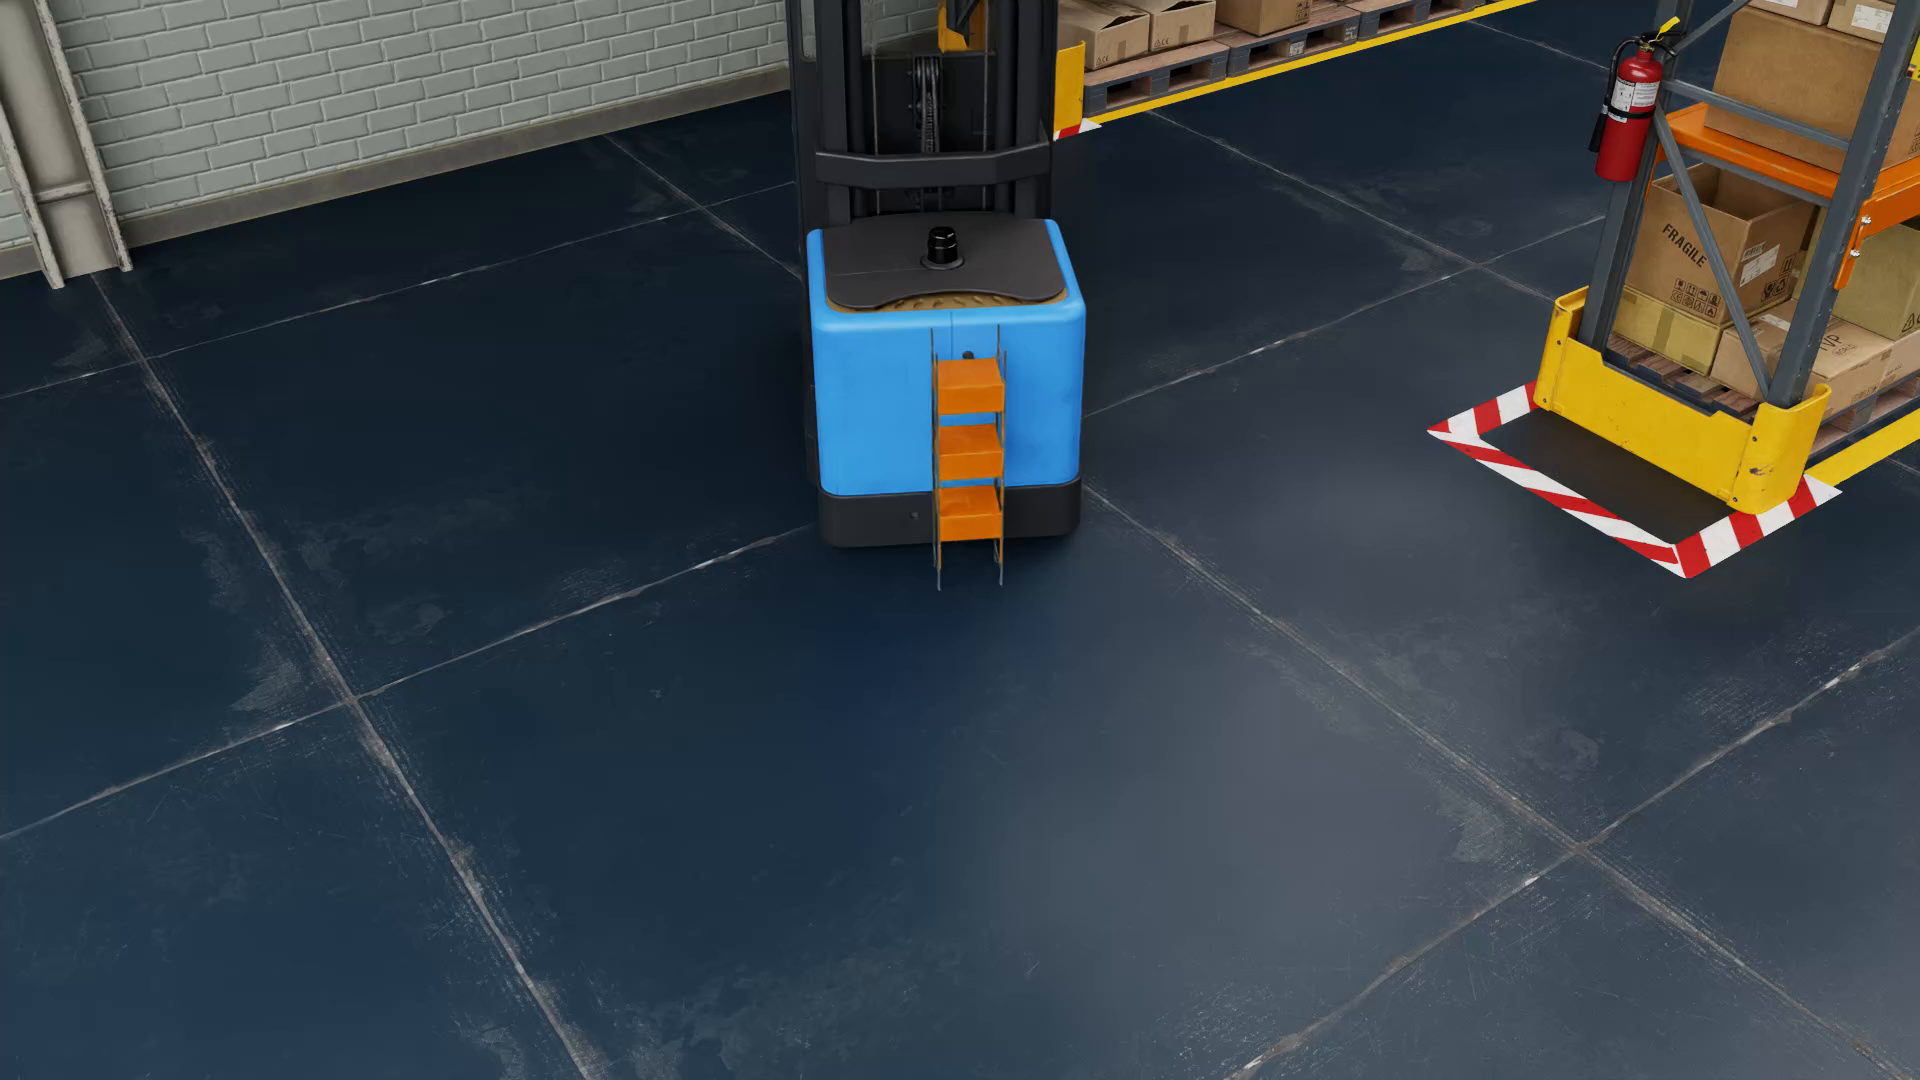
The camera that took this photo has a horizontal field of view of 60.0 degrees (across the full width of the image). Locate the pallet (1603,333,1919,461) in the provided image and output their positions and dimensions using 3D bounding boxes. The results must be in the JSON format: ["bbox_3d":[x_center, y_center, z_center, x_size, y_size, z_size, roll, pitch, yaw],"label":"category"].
[{"bbox_3d":[3.705,-0.797,7.678,1.213,0.211,1.003,-22,41,-28],"label":"pallet"}]

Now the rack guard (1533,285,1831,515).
[{"bbox_3d":[3.084,-0.629,7.197,0.348,0.500,1.175,-22,41,-28],"label":"rack guard"}]

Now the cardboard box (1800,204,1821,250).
[{"bbox_3d":[4.179,-1.677,7.865,0.500,0.500,0.500,-22,41,-28],"label":"cardboard box"}]

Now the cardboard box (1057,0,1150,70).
[{"bbox_3d":[0.864,-3.292,10.684,0.500,0.311,0.500,-28,44,-33],"label":"cardboard box"}]

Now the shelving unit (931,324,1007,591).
[{"bbox_3d":[0.029,-0.294,6.259,0.252,1.050,0.215,-4,36,-5],"label":"shelving unit"}]

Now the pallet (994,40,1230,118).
[{"bbox_3d":[0.993,-3.165,10.970,1.213,0.211,1.003,-22,41,-28],"label":"pallet"}]

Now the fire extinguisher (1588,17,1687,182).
[{"bbox_3d":[2.739,-1.803,6.754,0.183,0.674,0.296,-22,41,-28],"label":"fire extinguisher"}]

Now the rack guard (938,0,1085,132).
[{"bbox_3d":[0.309,-3.026,10.529,0.348,0.500,1.175,-22,41,-28],"label":"rack guard"}]

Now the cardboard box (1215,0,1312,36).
[{"bbox_3d":[1.959,-3.783,11.206,0.500,0.500,0.700,-25,43,-31],"label":"cardboard box"}]

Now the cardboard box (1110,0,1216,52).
[{"bbox_3d":[1.330,-3.484,10.951,0.500,0.311,0.500,-19,40,-24],"label":"cardboard box"}]

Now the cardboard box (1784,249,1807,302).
[{"bbox_3d":[3.773,-1.202,7.847,0.500,0.250,0.500,-22,41,-28],"label":"cardboard box"}]

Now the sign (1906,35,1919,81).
[{"bbox_3d":[3.418,-1.769,5.831,0.005,0.325,0.100,-22,41,-28],"label":"sign"}]

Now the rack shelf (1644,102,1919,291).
[{"bbox_3d":[4.738,-2.033,7.624,4.000,0.370,1.077,-22,41,-28],"label":"rack shelf"}]

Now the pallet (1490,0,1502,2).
[{"bbox_3d":[4.152,-4.491,12.814,1.213,0.211,1.003,-22,41,-28],"label":"pallet"}]

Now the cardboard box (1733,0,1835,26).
[{"bbox_3d":[3.306,-2.176,6.565,0.250,0.149,0.380,-23,42,-29],"label":"cardboard box"}]

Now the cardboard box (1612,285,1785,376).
[{"bbox_3d":[3.372,-1.028,7.605,0.500,0.250,0.500,-22,41,-28],"label":"cardboard box"}]

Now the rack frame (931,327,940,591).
[{"bbox_3d":[-0.092,-0.285,6.247,0.008,1.050,0.200,-4,36,-5],"label":"rack frame"}]

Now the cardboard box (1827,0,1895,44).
[{"bbox_3d":[3.548,-1.985,6.300,0.250,0.149,0.380,-23,41,-28],"label":"cardboard box"}]

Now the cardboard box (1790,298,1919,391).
[{"bbox_3d":[4.077,-0.951,7.498,0.500,0.250,0.500,-22,41,-28],"label":"cardboard box"}]

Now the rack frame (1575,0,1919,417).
[{"bbox_3d":[3.104,-1.652,6.478,0.127,3.000,1.000,-22,41,-28],"label":"rack frame"}]

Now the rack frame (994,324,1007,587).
[{"bbox_3d":[0.151,-0.302,6.270,0.008,1.050,0.200,-4,36,-5],"label":"rack frame"}]

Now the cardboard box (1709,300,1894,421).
[{"bbox_3d":[3.670,-0.781,7.262,0.500,0.250,0.500,-22,41,-28],"label":"cardboard box"}]

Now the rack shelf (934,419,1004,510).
[{"bbox_3d":[0.029,-0.285,6.265,0.240,0.259,0.215,-4,36,-5],"label":"rack shelf"}]

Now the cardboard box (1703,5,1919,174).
[{"bbox_3d":[3.493,-1.844,6.659,0.500,0.500,0.700,-22,41,-28],"label":"cardboard box"}]

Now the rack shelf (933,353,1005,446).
[{"bbox_3d":[0.029,-0.516,6.100,0.240,0.259,0.215,-4,36,-5],"label":"rack shelf"}]

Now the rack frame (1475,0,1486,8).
[{"bbox_3d":[3.516,-5.361,11.634,0.127,3.000,1.000,-22,41,-28],"label":"rack frame"}]

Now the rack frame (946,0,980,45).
[{"bbox_3d":[0.247,-4.015,9.764,0.127,3.000,1.000,-22,41,-28],"label":"rack frame"}]

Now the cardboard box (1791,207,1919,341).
[{"bbox_3d":[4.078,-1.254,7.278,0.500,0.500,0.500,-22,41,-28],"label":"cardboard box"}]

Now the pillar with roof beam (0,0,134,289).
[{"bbox_3d":[-2.104,-3.026,3.251,0.400,9.000,9.100,-22,41,-28],"label":"pillar with roof beam"}]

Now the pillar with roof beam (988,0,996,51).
[{"bbox_3d":[2.801,-5.044,6.057,0.400,9.000,9.100,-22,41,-28],"label":"pillar with roof beam"}]

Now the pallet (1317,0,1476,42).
[{"bbox_3d":[2.988,-3.986,12.111,1.213,0.211,1.003,-22,41,-28],"label":"pallet"}]

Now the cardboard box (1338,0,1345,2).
[{"bbox_3d":[2.691,-4.156,11.724,0.500,0.500,0.500,-26,43,-31],"label":"cardboard box"}]

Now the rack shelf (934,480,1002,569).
[{"bbox_3d":[0.029,-0.059,6.426,0.240,0.259,0.215,-4,36,-5],"label":"rack shelf"}]

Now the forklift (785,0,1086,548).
[{"bbox_3d":[-0.178,-2.004,7.026,1.130,2.935,3.031,-3,36,-5],"label":"forklift"}]

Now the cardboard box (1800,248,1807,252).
[{"bbox_3d":[4.181,-1.371,8.082,0.500,0.250,0.500,-22,41,-28],"label":"cardboard box"}]

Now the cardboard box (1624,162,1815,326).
[{"bbox_3d":[3.370,-1.333,7.388,0.500,0.500,0.500,-22,41,-28],"label":"cardboard box"}]

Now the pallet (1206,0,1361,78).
[{"bbox_3d":[1.990,-3.573,11.537,1.213,0.211,1.003,-22,41,-28],"label":"pallet"}]
